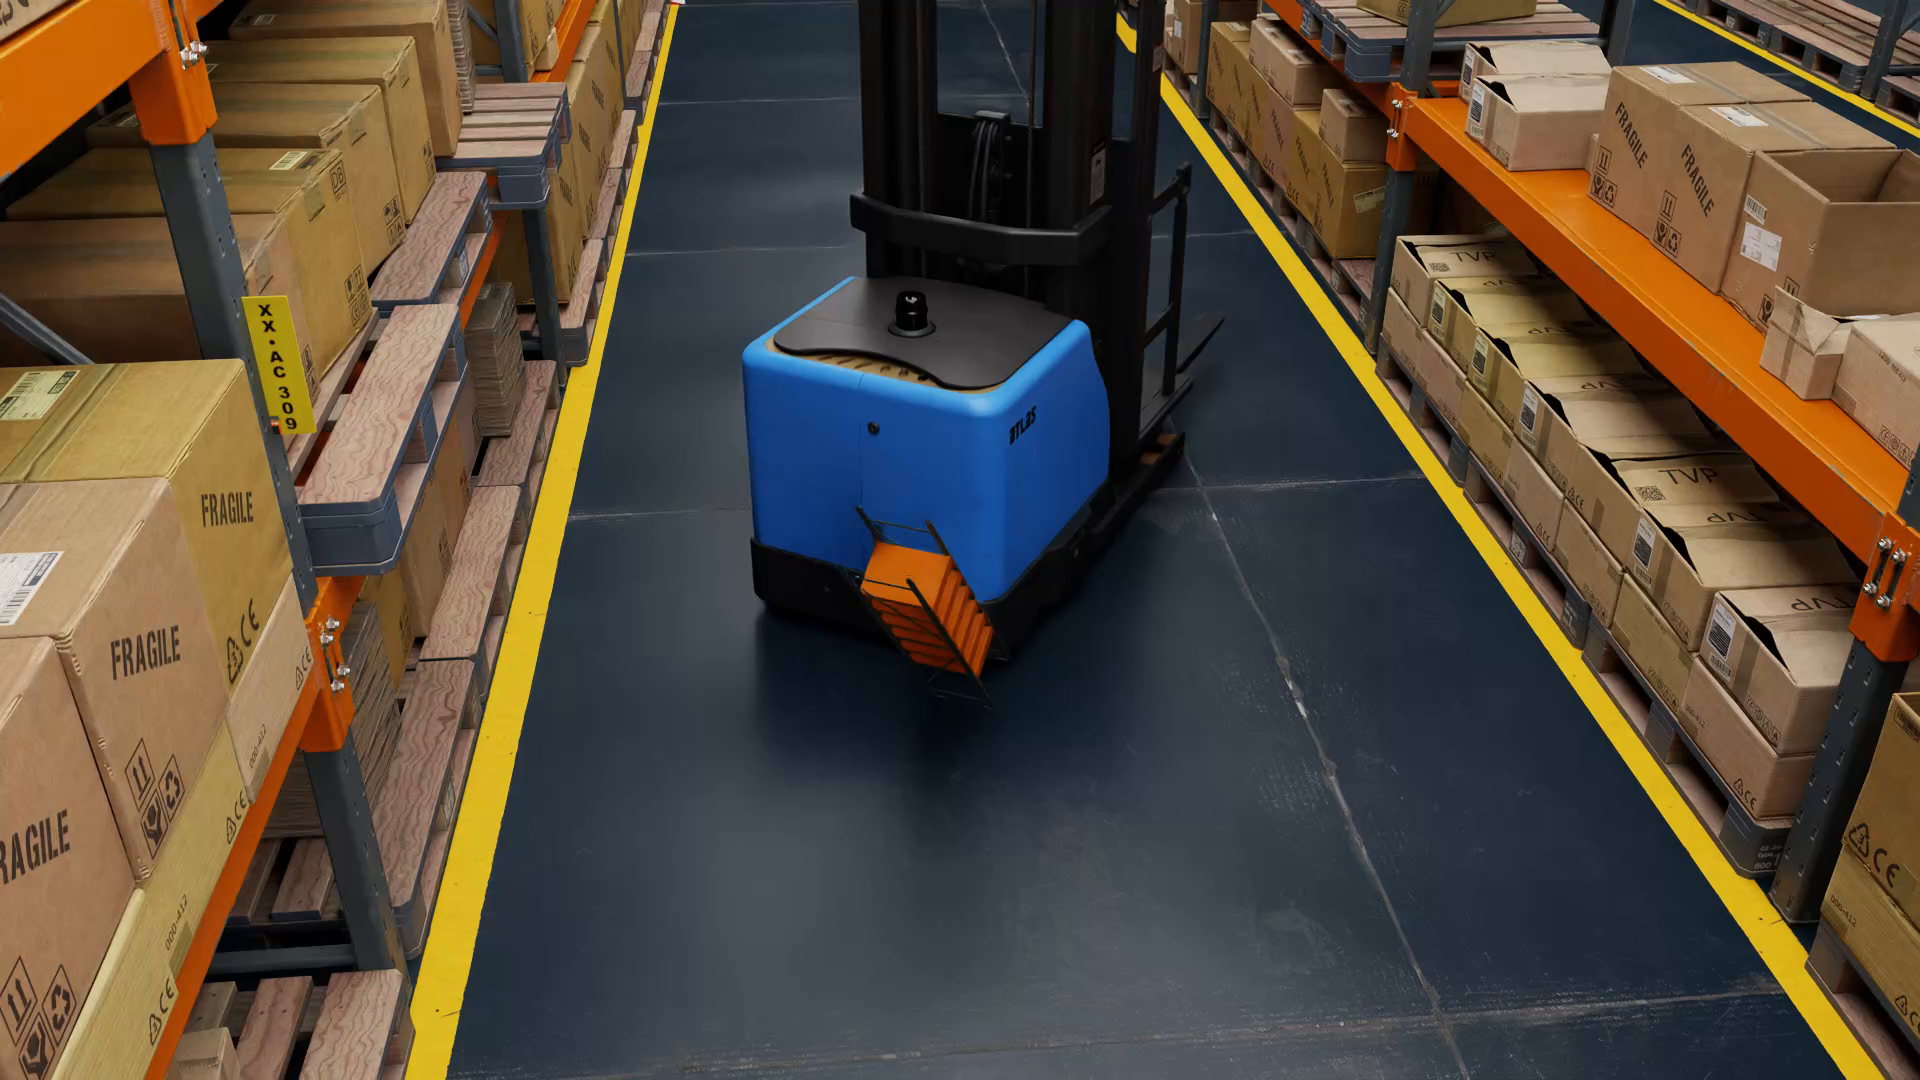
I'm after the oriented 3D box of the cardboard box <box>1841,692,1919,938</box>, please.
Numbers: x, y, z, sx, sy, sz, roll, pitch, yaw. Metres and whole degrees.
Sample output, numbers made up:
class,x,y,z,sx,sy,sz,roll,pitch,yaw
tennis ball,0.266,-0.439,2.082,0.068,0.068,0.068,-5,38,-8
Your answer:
class,x,y,z,sx,sy,sz,roll,pitch,yaw
cardboard box,2.644,0.716,4.167,0.500,0.500,0.500,-3,31,-5

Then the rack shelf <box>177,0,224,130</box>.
class,x,y,z,sx,sy,sz,roll,pitch,yaw
rack shelf,-2.206,-1.975,4.907,1.077,0.370,4.000,-3,31,-5

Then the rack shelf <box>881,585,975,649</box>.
class,x,y,z,sx,sy,sz,roll,pitch,yaw
rack shelf,-0.104,0.216,5.223,0.258,0.103,0.180,11,70,18

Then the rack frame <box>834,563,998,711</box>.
class,x,y,z,sx,sy,sz,roll,pitch,yaw
rack frame,-0.114,0.329,5.260,0.240,1.200,0.006,11,70,18

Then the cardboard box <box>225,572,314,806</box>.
class,x,y,z,sx,sy,sz,roll,pitch,yaw
cardboard box,-1.673,0.308,3.435,0.500,0.250,0.500,-3,31,-4

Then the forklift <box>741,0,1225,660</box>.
class,x,y,z,sx,sy,sz,roll,pitch,yaw
forklift,0.329,-1.565,6.511,1.130,2.935,3.031,14,34,23

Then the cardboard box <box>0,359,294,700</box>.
class,x,y,z,sx,sy,sz,roll,pitch,yaw
cardboard box,-1.667,-0.014,3.244,0.500,0.500,0.500,-3,31,-5

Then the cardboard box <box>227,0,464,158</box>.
class,x,y,z,sx,sy,sz,roll,pitch,yaw
cardboard box,-2.260,-1.725,6.187,0.700,0.500,0.500,-6,31,-9

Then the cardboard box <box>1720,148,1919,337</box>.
class,x,y,z,sx,sy,sz,roll,pitch,yaw
cardboard box,2.808,-0.919,5.265,0.500,0.500,0.500,-1,31,-1

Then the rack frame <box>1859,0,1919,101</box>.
class,x,y,z,sx,sy,sz,roll,pitch,yaw
rack frame,7.097,-4.534,11.415,1.000,3.000,0.127,-3,31,-5

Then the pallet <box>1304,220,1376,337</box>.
class,x,y,z,sx,sy,sz,roll,pitch,yaw
pallet,2.507,-1.442,8.958,1.003,0.211,1.213,-3,31,-5

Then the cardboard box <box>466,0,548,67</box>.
class,x,y,z,sx,sy,sz,roll,pitch,yaw
cardboard box,-2.184,-2.456,7.530,0.500,0.500,0.500,-2,31,-3

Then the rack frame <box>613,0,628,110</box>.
class,x,y,z,sx,sy,sz,roll,pitch,yaw
rack frame,-2.767,-4.059,10.621,1.000,3.000,0.127,-3,31,-5

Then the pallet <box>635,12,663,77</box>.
class,x,y,z,sx,sy,sz,roll,pitch,yaw
pallet,-2.877,-3.878,13.037,1.003,0.211,1.213,-3,31,-5

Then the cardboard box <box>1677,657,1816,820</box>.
class,x,y,z,sx,sy,sz,roll,pitch,yaw
cardboard box,2.585,0.588,5.112,0.500,0.250,0.500,-3,31,-5

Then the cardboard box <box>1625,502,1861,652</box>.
class,x,y,z,sx,sy,sz,roll,pitch,yaw
cardboard box,2.534,0.087,5.404,0.500,0.311,0.500,-2,31,-3

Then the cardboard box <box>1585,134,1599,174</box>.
class,x,y,z,sx,sy,sz,roll,pitch,yaw
cardboard box,2.714,-1.500,6.581,0.380,0.149,0.250,-1,31,-1

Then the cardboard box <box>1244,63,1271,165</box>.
class,x,y,z,sx,sy,sz,roll,pitch,yaw
cardboard box,2.068,-2.628,10.233,0.500,0.500,0.500,-2,31,-4

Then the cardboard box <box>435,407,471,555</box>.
class,x,y,z,sx,sy,sz,roll,pitch,yaw
cardboard box,-2.267,-0.247,6.246,0.700,0.500,0.500,-3,31,-5

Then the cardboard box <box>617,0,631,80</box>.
class,x,y,z,sx,sy,sz,roll,pitch,yaw
cardboard box,-2.734,-3.553,11.801,0.700,0.500,0.500,-2,31,-4

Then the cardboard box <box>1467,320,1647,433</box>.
class,x,y,z,sx,sy,sz,roll,pitch,yaw
cardboard box,2.398,-0.687,6.700,0.500,0.311,0.500,-4,31,-6

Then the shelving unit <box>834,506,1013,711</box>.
class,x,y,z,sx,sy,sz,roll,pitch,yaw
shelving unit,-0.087,0.246,5.290,0.258,1.200,0.189,11,70,18

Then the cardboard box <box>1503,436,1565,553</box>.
class,x,y,z,sx,sy,sz,roll,pitch,yaw
cardboard box,2.445,-0.191,6.416,0.500,0.250,0.500,-2,31,-4

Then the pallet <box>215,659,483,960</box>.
class,x,y,z,sx,sy,sz,roll,pitch,yaw
pallet,-2.093,0.825,5.163,1.003,0.211,1.213,-3,31,-5

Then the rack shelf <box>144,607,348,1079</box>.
class,x,y,z,sx,sy,sz,roll,pitch,yaw
rack shelf,-1.832,1.355,2.257,1.077,0.370,4.000,-3,31,-5

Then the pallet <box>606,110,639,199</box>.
class,x,y,z,sx,sy,sz,roll,pitch,yaw
pallet,-2.620,-2.472,10.682,1.003,0.211,1.213,-3,31,-5

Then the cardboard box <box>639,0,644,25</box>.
class,x,y,z,sx,sy,sz,roll,pitch,yaw
cardboard box,-2.881,-4.344,13.125,0.700,0.500,0.500,-4,31,-6

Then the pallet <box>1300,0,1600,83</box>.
class,x,y,z,sx,sy,sz,roll,pitch,yaw
pallet,2.405,-2.516,8.225,1.213,0.211,1.003,-3,31,-5

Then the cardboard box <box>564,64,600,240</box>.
class,x,y,z,sx,sy,sz,roll,pitch,yaw
cardboard box,-2.407,-2.104,9.033,0.750,0.750,0.750,-3,31,-5

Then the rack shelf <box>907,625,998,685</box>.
class,x,y,z,sx,sy,sz,roll,pitch,yaw
rack shelf,-0.024,0.359,5.544,0.258,0.103,0.180,11,70,18

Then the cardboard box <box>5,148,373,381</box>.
class,x,y,z,sx,sy,sz,roll,pitch,yaw
cardboard box,-2.078,-0.754,4.560,0.700,0.500,0.500,0,31,1

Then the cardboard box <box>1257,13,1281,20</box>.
class,x,y,z,sx,sy,sz,roll,pitch,yaw
cardboard box,2.250,-3.937,12.750,0.380,0.166,0.250,-3,31,-5

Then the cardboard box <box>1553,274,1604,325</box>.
class,x,y,z,sx,sy,sz,roll,pitch,yaw
cardboard box,2.888,-0.976,7.184,0.500,0.311,0.500,-3,31,-5

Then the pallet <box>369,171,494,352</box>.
class,x,y,z,sx,sy,sz,roll,pitch,yaw
pallet,-2.167,-0.926,5.562,1.003,0.211,1.213,-3,31,-5

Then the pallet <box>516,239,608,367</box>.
class,x,y,z,sx,sy,sz,roll,pitch,yaw
pallet,-2.392,-1.226,8.597,1.003,0.211,1.213,-3,31,-5

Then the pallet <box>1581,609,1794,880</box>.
class,x,y,z,sx,sy,sz,roll,pitch,yaw
pallet,2.805,0.609,5.525,1.003,0.211,1.213,-3,31,-5

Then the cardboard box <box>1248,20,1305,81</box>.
class,x,y,z,sx,sy,sz,roll,pitch,yaw
cardboard box,2.061,-2.967,10.069,0.500,0.250,0.500,-3,31,-4

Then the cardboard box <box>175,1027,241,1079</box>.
class,x,y,z,sx,sy,sz,roll,pitch,yaw
cardboard box,-1.939,1.324,3.941,0.380,0.166,0.250,-7,32,-11

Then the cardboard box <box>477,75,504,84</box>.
class,x,y,z,sx,sy,sz,roll,pitch,yaw
cardboard box,-2.193,-2.097,7.561,0.380,0.149,0.250,-3,31,-5

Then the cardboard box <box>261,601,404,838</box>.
class,x,y,z,sx,sy,sz,roll,pitch,yaw
cardboard box,-2.105,0.535,4.939,0.700,0.500,0.500,-2,31,-3

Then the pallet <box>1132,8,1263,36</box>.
class,x,y,z,sx,sy,sz,roll,pitch,yaw
pallet,1.985,-4.076,13.369,1.003,0.211,1.213,-3,31,-5

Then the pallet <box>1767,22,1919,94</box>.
class,x,y,z,sx,sy,sz,roll,pitch,yaw
pallet,6.990,-3.710,12.756,1.003,0.211,1.213,-3,31,-5

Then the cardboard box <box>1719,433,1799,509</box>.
class,x,y,z,sx,sy,sz,roll,pitch,yaw
cardboard box,3.031,-0.197,5.880,0.500,0.311,0.500,-4,31,-6

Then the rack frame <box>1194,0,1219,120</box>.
class,x,y,z,sx,sy,sz,roll,pitch,yaw
rack frame,2.165,-4.298,11.021,1.000,3.000,0.127,-3,31,-5

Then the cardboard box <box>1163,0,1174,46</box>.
class,x,y,z,sx,sy,sz,roll,pitch,yaw
cardboard box,1.759,-3.993,12.703,0.500,0.311,0.500,-3,31,-5

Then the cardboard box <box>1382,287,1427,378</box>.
class,x,y,z,sx,sy,sz,roll,pitch,yaw
cardboard box,2.295,-0.975,7.728,0.500,0.250,0.500,-3,31,-5

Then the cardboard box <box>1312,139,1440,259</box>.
class,x,y,z,sx,sy,sz,roll,pitch,yaw
cardboard box,2.218,-1.838,8.911,0.500,0.500,0.500,-2,31,-3
